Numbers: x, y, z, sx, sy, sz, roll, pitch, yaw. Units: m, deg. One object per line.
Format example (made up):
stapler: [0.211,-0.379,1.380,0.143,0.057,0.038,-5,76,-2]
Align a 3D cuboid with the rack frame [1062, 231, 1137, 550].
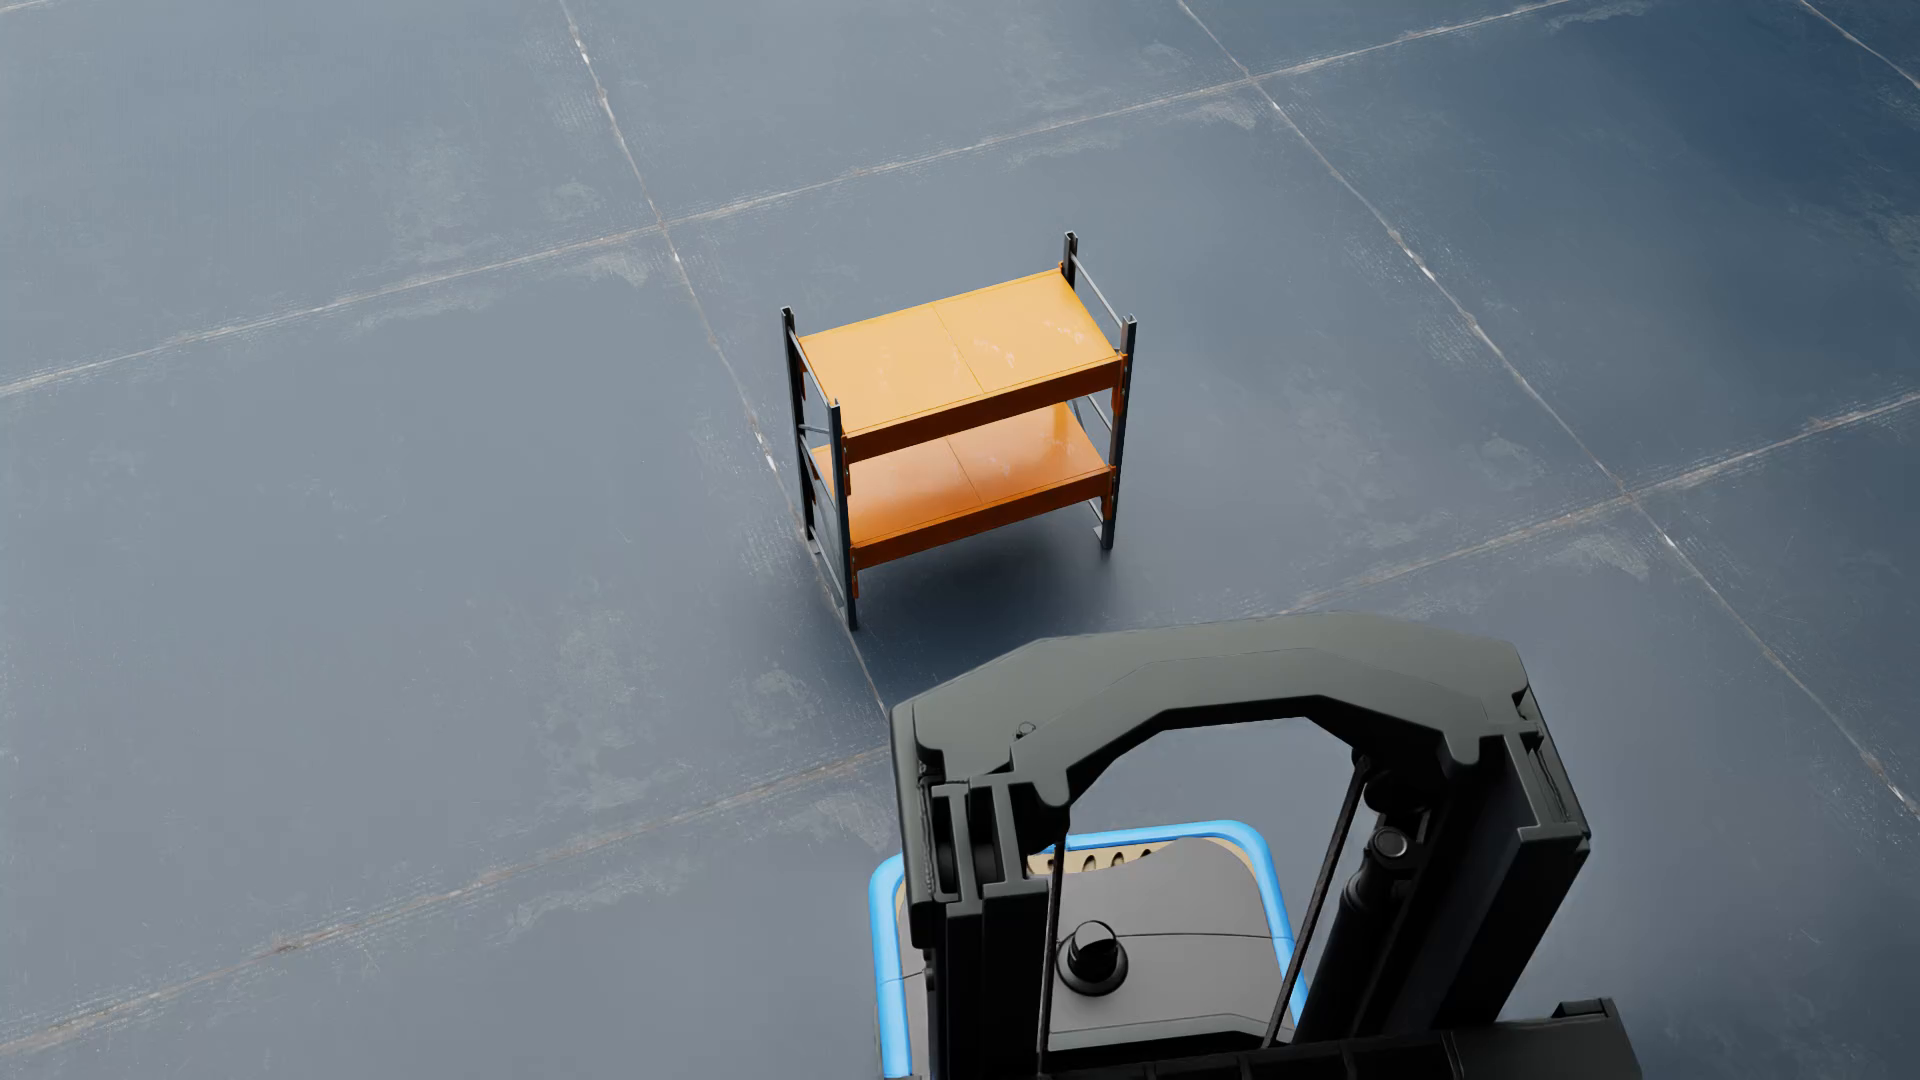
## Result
rack frame: [0.464,-0.510,5.947,0.032,1.125,0.500,-17,52,-14]

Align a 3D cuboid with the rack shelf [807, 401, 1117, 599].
rack shelf: [-0.006,-0.205,6.007,1.000,0.278,0.538,-17,52,-14]

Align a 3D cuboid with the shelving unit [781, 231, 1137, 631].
shelving unit: [-0.006,-0.365,5.822,1.048,1.125,0.538,-17,52,-14]

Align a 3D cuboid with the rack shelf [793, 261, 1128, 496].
rack shelf: [-0.006,-0.555,5.600,1.000,0.278,0.538,-17,52,-14]

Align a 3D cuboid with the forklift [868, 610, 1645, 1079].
forklift: [0.442,1.607,2.938,1.130,2.935,3.031,-5,50,-4]

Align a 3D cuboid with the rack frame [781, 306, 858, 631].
rack frame: [-0.477,-0.219,5.696,0.032,1.125,0.500,-17,52,-14]
